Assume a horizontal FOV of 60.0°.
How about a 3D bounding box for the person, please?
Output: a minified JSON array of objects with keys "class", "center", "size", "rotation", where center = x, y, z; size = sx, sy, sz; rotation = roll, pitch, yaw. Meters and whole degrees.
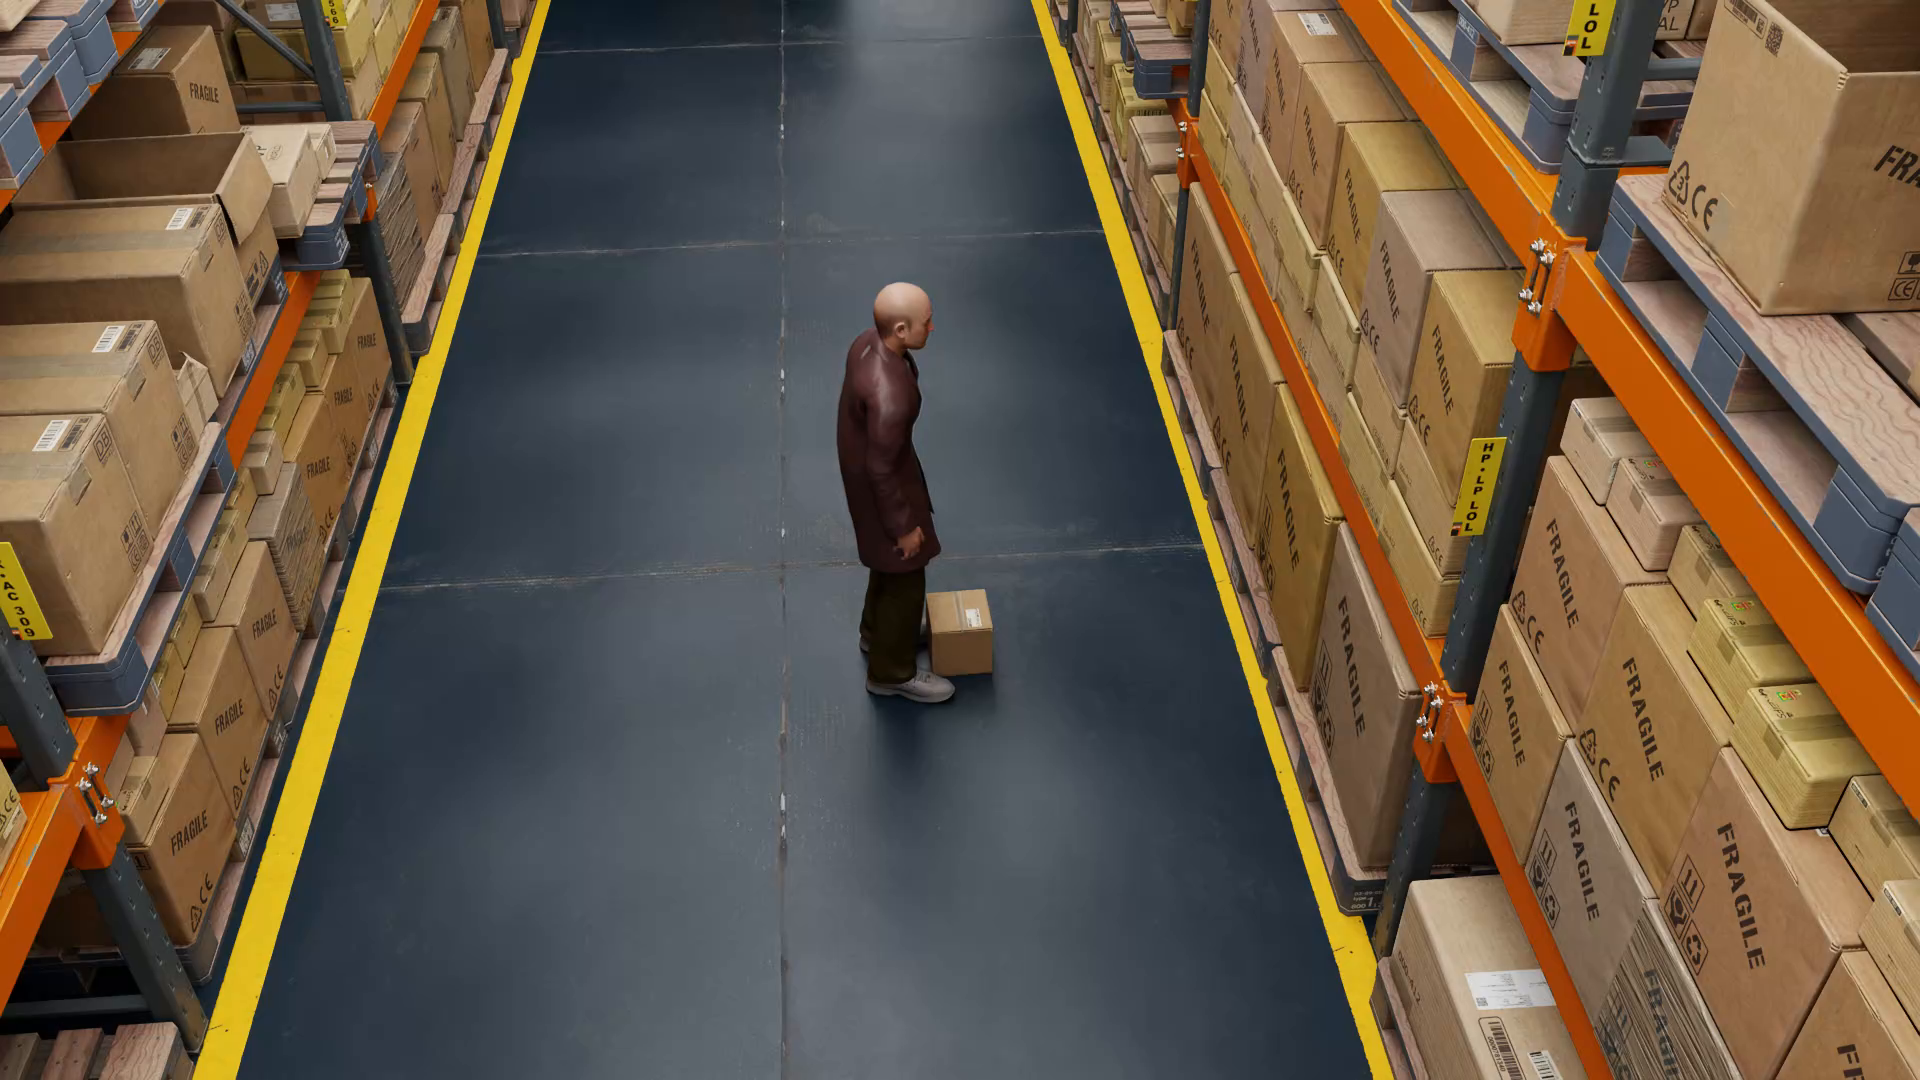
[{"class":"person","center":[-0.250,-0.191,6.404],"size":[0.426,1.774,0.644],"rotation":[-3,39,-4]}]
